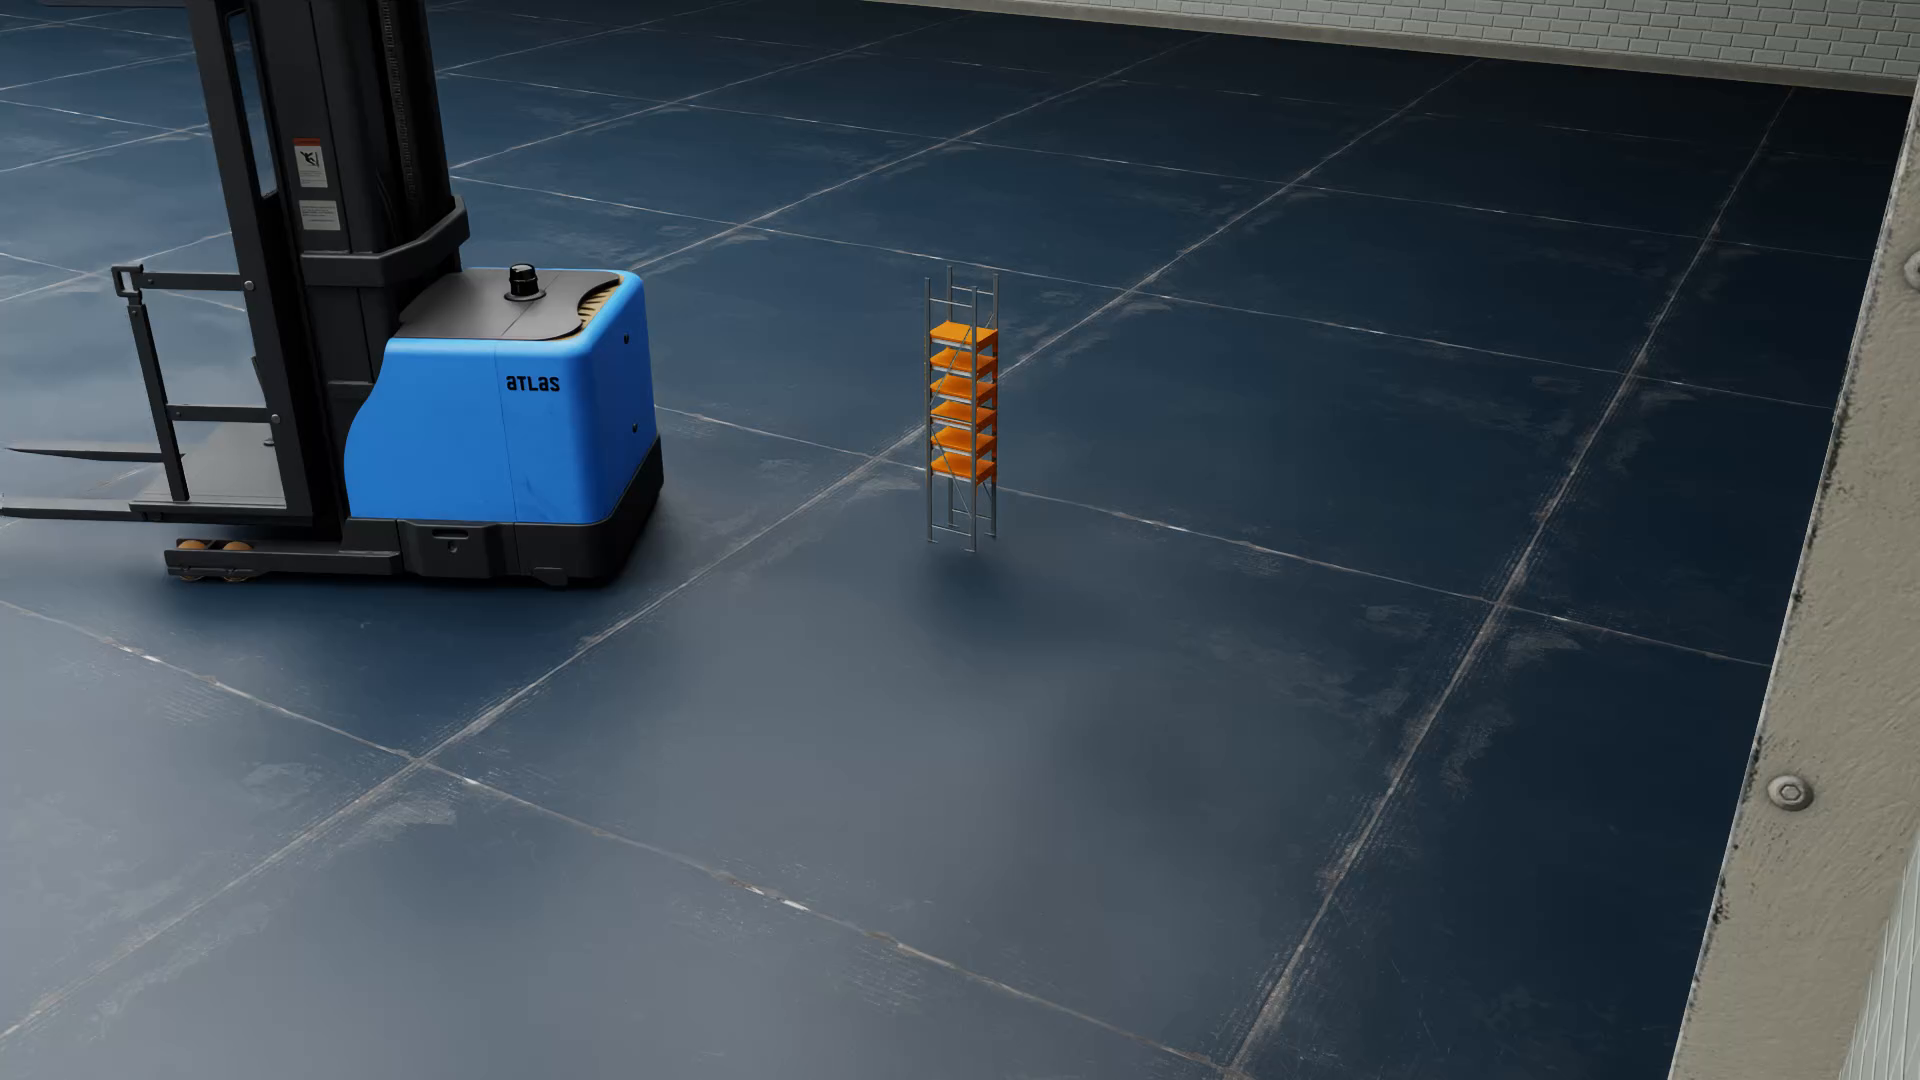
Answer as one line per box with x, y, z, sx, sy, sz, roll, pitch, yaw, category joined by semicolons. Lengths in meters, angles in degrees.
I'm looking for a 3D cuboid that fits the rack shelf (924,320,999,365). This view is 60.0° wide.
0.007;-0.824;6.928;0.258;0.103;0.180;14;30;26;rack shelf

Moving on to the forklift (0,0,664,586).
-2.911;-1.367;6.784;3.031;2.935;1.130;2;27;4;forklift

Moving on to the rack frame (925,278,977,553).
-0.038;-0.507;6.998;0.240;1.200;0.006;14;30;26;rack frame

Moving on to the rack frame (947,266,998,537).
0.052;-0.578;7.140;0.240;1.200;0.006;14;30;26;rack frame

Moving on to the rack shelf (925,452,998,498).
0.007;-0.288;7.197;0.258;0.103;0.180;14;30;26;rack shelf

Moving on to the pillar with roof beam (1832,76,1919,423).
0.958;-5.619;8.500;9.100;9.000;0.400;14;30;26;pillar with roof beam

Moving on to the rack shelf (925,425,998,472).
0.007;-0.395;7.143;0.258;0.103;0.180;14;30;26;rack shelf

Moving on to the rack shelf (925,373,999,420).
0.007;-0.610;7.035;0.258;0.103;0.180;14;30;26;rack shelf

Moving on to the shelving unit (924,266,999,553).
0.007;-0.542;7.069;0.258;1.200;0.189;14;30;26;shelving unit

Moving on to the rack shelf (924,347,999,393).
0.007;-0.717;6.982;0.258;0.103;0.180;14;30;26;rack shelf

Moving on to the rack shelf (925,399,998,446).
0.007;-0.502;7.089;0.258;0.103;0.180;14;30;26;rack shelf

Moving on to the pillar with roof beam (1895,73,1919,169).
3.910;-7.958;13.171;9.100;9.000;0.400;14;30;26;pillar with roof beam
